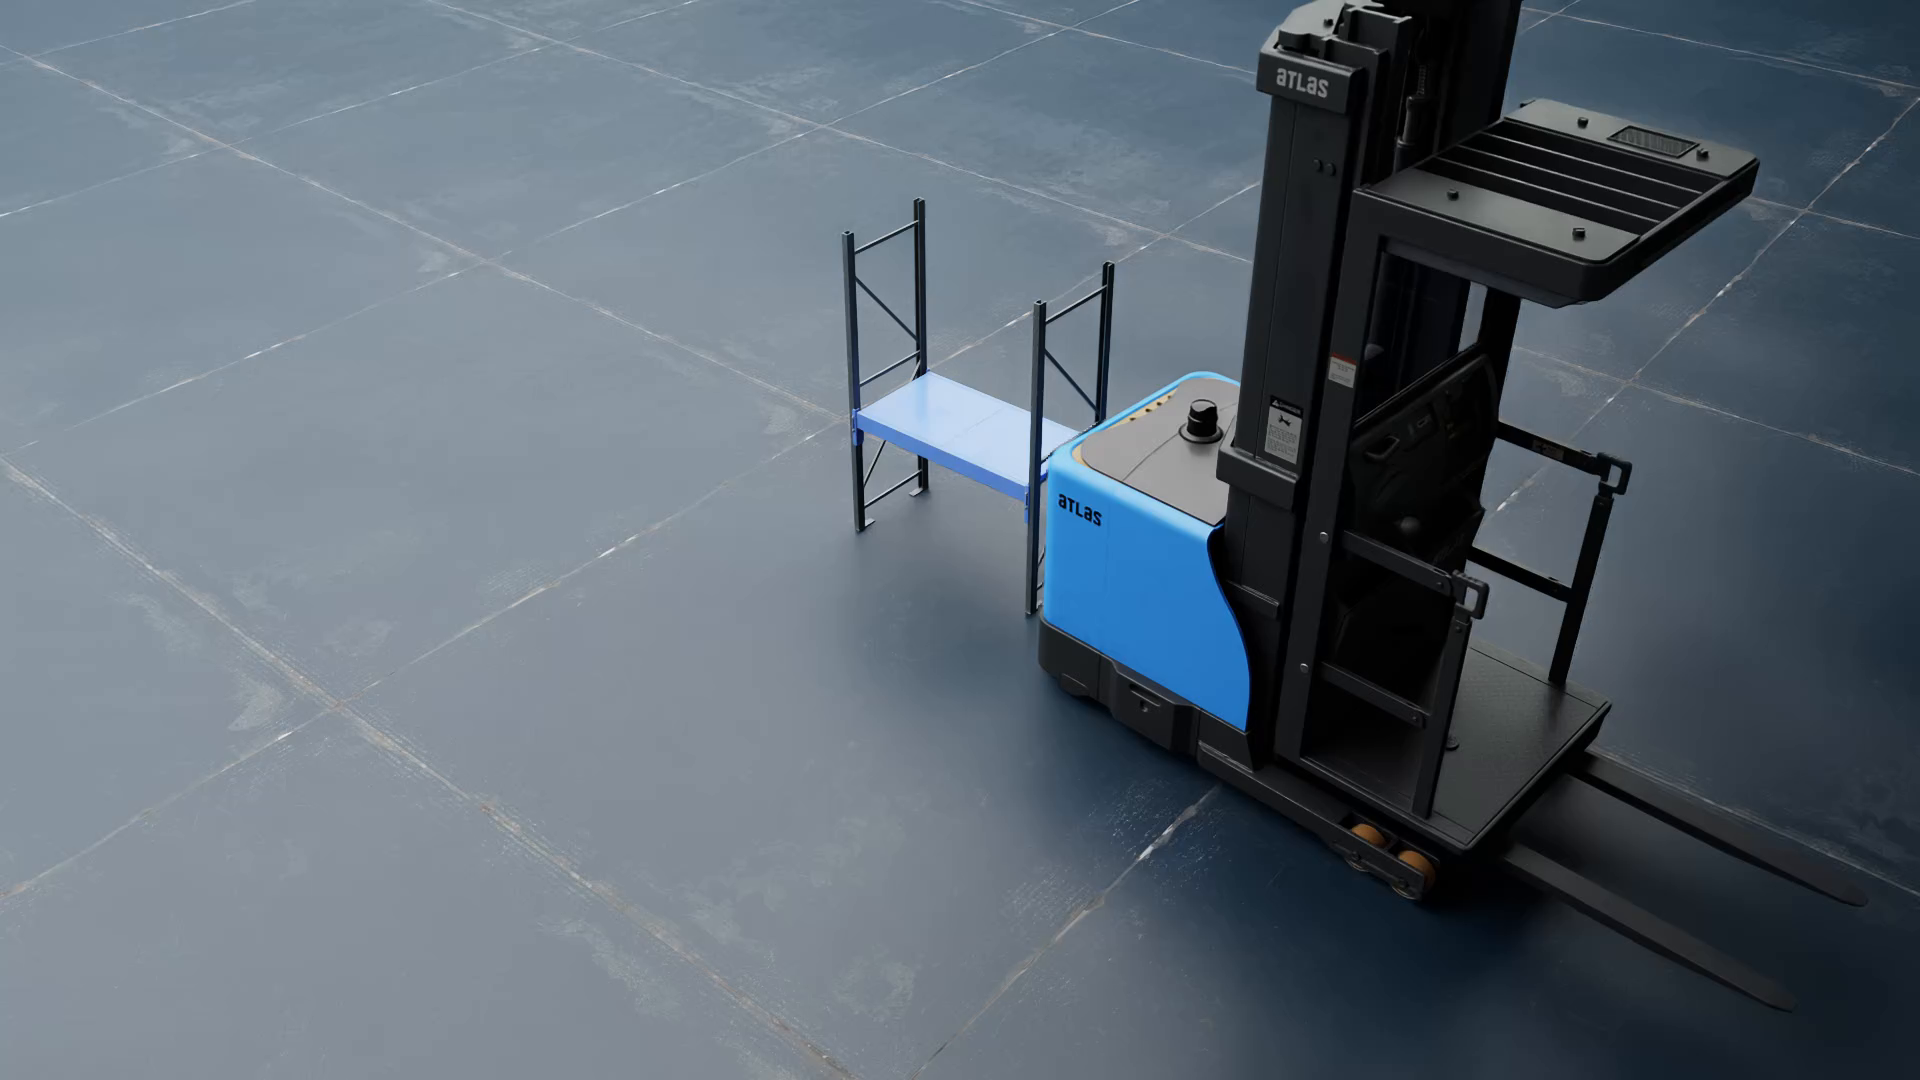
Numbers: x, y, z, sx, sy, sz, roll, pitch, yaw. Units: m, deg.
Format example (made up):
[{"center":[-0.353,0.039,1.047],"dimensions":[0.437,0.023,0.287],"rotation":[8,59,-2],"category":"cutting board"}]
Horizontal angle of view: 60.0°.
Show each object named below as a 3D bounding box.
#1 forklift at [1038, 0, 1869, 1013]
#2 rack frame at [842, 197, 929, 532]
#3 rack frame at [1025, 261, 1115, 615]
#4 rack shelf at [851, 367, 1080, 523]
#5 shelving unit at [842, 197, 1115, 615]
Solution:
[{"center":[1.738,-0.273,5.559],"dimensions":[3.031,2.935,1.130],"rotation":[28,43,35],"category":"forklift"},{"center":[-0.325,-0.771,7.549],"dimensions":[0.032,1.500,0.500],"rotation":[25,42,32],"category":"rack frame"},{"center":[0.456,-0.403,7.012],"dimensions":[0.032,1.500,0.500],"rotation":[25,42,32],"category":"rack frame"},{"center":[0.066,-0.439,7.382],"dimensions":[1.000,0.185,0.538],"rotation":[25,42,32],"category":"rack shelf"},{"center":[0.066,-0.587,7.280],"dimensions":[1.048,1.500,0.538],"rotation":[25,42,32],"category":"shelving unit"}]
